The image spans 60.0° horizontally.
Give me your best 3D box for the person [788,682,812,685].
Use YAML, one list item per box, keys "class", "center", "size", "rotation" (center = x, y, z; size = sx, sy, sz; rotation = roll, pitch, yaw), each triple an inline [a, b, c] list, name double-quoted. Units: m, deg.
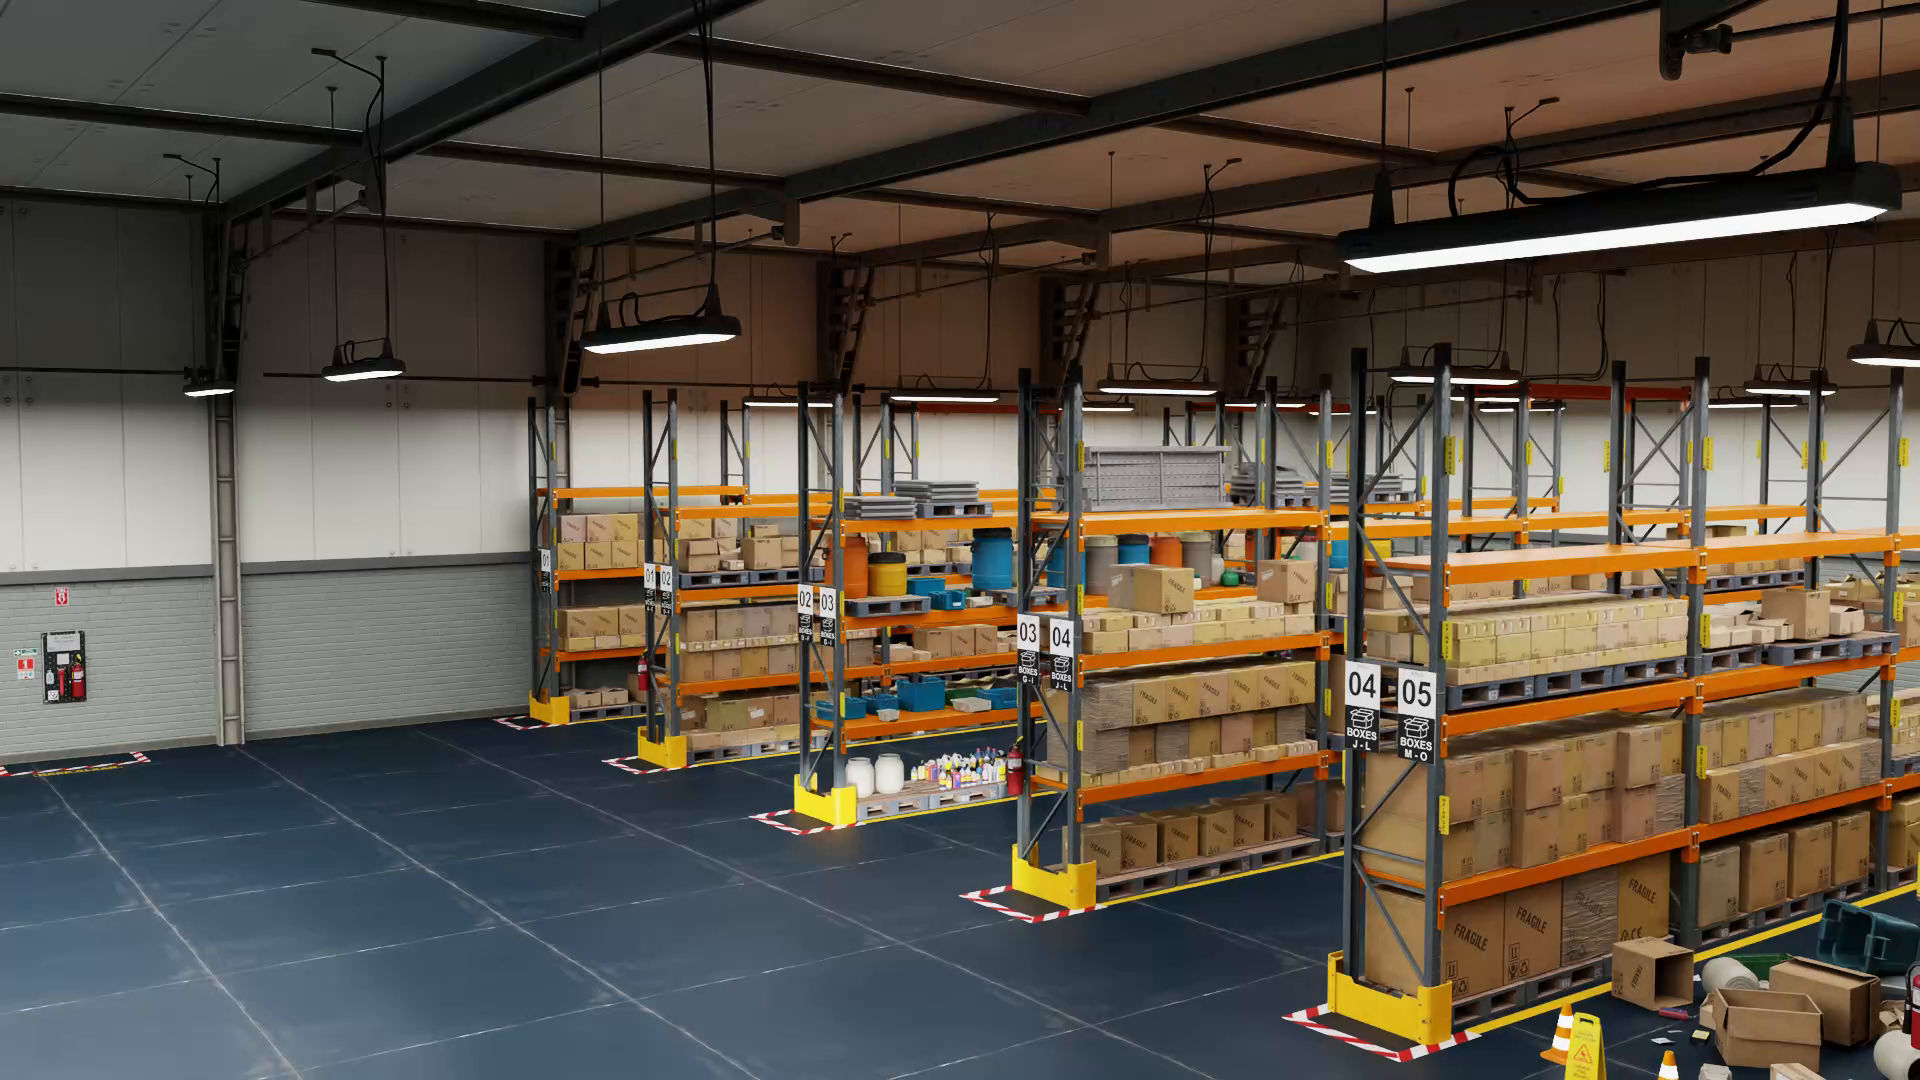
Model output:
- class: "person"
  center: [-2.852, 2.521, 30.213]
  size: [0.737, 1.721, 0.571]
  rotation: [1, 4, 21]
